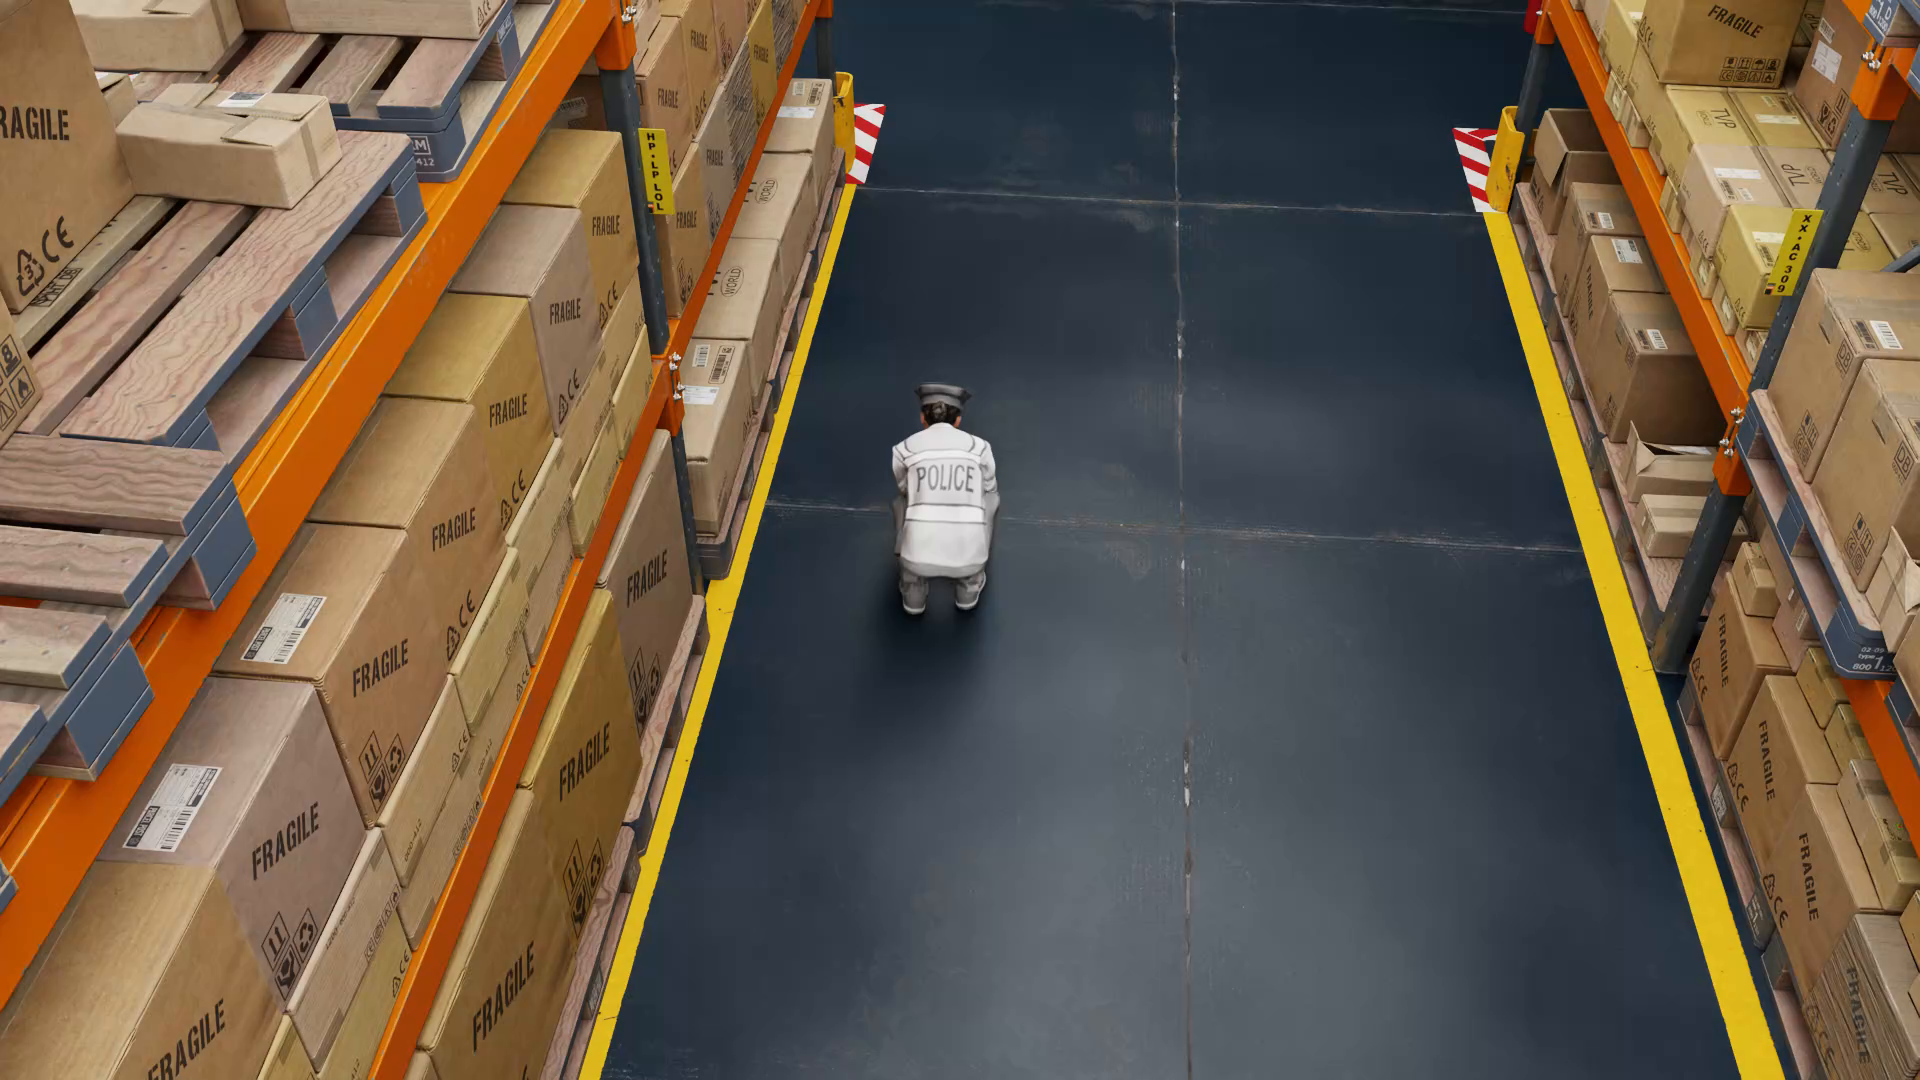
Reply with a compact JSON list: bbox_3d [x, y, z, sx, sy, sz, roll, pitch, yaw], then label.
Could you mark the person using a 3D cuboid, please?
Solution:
[{"bbox_3d":[-0.068,-0.152,7.040,0.470,0.852,0.861,3,40,4],"label":"person"}]
